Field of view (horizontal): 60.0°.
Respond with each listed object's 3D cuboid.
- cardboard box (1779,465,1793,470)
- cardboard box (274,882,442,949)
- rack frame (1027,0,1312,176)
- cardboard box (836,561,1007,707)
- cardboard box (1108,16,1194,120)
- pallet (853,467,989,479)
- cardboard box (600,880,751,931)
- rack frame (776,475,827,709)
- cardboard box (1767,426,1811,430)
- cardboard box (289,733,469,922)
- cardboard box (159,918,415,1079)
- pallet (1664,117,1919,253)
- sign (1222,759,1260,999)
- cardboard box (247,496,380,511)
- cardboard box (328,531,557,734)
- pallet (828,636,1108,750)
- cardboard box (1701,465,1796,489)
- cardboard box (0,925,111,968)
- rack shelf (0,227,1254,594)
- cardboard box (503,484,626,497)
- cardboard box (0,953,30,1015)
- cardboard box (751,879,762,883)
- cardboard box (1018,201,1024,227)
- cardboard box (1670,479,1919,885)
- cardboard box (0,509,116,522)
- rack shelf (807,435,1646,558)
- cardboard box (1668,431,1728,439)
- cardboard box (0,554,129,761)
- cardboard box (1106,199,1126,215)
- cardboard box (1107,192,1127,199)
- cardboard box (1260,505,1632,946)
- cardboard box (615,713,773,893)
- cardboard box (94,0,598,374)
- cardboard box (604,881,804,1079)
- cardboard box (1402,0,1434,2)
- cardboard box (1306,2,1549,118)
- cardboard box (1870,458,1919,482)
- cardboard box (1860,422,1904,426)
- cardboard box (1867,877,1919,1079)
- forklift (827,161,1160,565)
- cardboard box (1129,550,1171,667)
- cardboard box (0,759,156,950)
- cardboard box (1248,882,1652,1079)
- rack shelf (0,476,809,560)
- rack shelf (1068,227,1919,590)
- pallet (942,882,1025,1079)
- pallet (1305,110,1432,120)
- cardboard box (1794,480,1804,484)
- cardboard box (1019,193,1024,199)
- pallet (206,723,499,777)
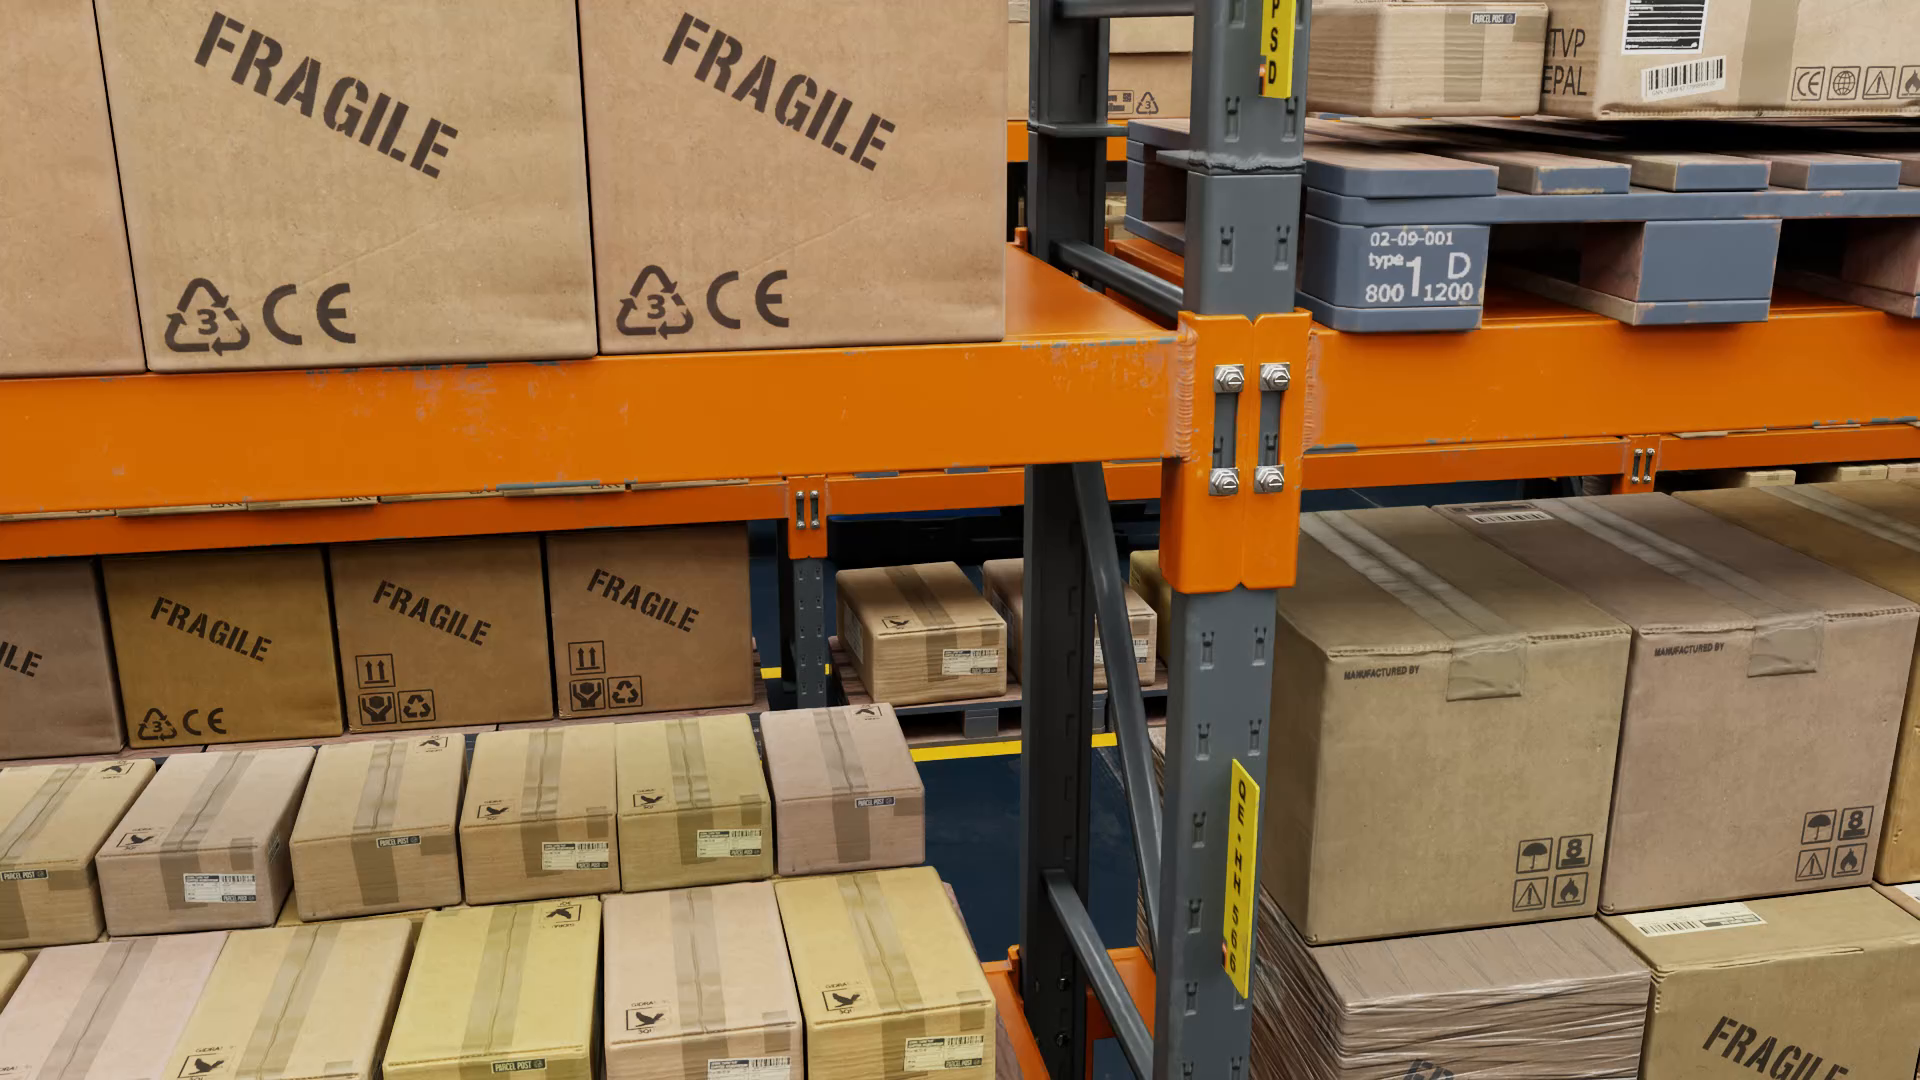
[{"bbox_3d":[4.196,-0.195,9.029,0.500,0.500,0.500,-3,17,-9],"label":"cardboard box"},{"bbox_3d":[-1.010,0.625,2.874,0.250,0.149,0.380,-3,17,-10],"label":"cardboard box"},{"bbox_3d":[0.278,-2.035,2.110,0.127,3.000,1.000,-3,17,-10],"label":"rack frame"},{"bbox_3d":[-0.204,0.439,8.035,0.625,0.372,0.950,-4,18,-14],"label":"cardboard box"},{"bbox_3d":[0.732,-2.165,7.466,0.637,0.503,0.797,-3,17,-10],"label":"cardboard box"},{"bbox_3d":[-0.081,-0.567,7.875,1.003,0.211,1.213,-3,17,-10],"label":"pallet"},{"bbox_3d":[-0.501,0.595,2.972,0.250,0.149,0.380,-2,17,-8],"label":"cardboard box"},{"bbox_3d":[-0.760,-0.588,7.618,0.127,3.000,1.000,-3,17,-10],"label":"rack frame"},{"bbox_3d":[4.030,-0.669,8.308,0.250,0.149,0.380,-3,17,-11],"label":"cardboard box"},{"bbox_3d":[-0.978,0.481,2.837,0.250,0.149,0.380,-4,18,-13],"label":"cardboard box"},{"bbox_3d":[-0.882,0.671,2.216,0.250,0.149,0.380,-3,17,-9],"label":"cardboard box"},{"bbox_3d":[1.998,-0.625,2.950,1.213,0.211,1.003,-2,17,-8],"label":"pallet"},{"bbox_3d":[0.390,0.473,2.325,0.005,0.325,0.100,-3,17,-10],"label":"sign"},{"bbox_3d":[-2.699,-0.321,7.002,0.500,0.250,0.500,-4,17,-11],"label":"cardboard box"},{"bbox_3d":[-2.331,0.290,7.663,0.875,0.875,0.875,-3,17,-10],"label":"cardboard box"},{"bbox_3d":[0.007,0.702,8.168,1.213,0.211,1.003,-3,17,-10],"label":"pallet"},{"bbox_3d":[3.932,-0.311,8.300,0.250,0.149,0.380,-3,17,-10],"label":"cardboard box"},{"bbox_3d":[-1.499,0.651,2.788,0.250,0.149,0.380,-3,17,-11],"label":"cardboard box"},{"bbox_3d":[-1.686,-0.145,2.293,4.000,0.370,1.077,-3,17,-10],"label":"rack shelf"},{"bbox_3d":[-1.706,-0.381,7.197,0.500,0.250,0.500,-3,17,-9],"label":"cardboard box"},{"bbox_3d":[-1.386,0.699,2.127,0.250,0.149,0.380,-2,17,-8],"label":"cardboard box"},{"bbox_3d":[-0.463,0.734,3.026,0.250,0.149,0.380,-2,17,-8],"label":"cardboard box"},{"bbox_3d":[0.434,-2.400,12.241,0.250,0.149,0.380,-4,17,-12],"label":"cardboard box"},{"bbox_3d":[1.720,0.227,3.089,0.500,0.500,0.700,-4,17,-11],"label":"cardboard box"},{"bbox_3d":[-3.698,-0.271,6.842,0.500,0.250,0.500,-4,17,-12],"label":"cardboard box"},{"bbox_3d":[1.203,-0.356,8.086,4.000,0.370,1.077,-3,17,-10],"label":"rack shelf"},{"bbox_3d":[3.537,-0.616,8.136,0.250,0.149,0.380,-3,17,-11],"label":"cardboard box"},{"bbox_3d":[-4.094,0.392,7.331,0.875,0.875,0.875,-3,17,-9],"label":"cardboard box"},{"bbox_3d":[1.195,-2.446,12.390,0.250,0.149,0.380,-4,17,-12],"label":"cardboard box"},{"bbox_3d":[1.317,-2.628,12.985,0.250,0.149,0.380,-3,17,-11],"label":"cardboard box"},{"bbox_3d":[0.721,0.285,2.901,0.500,0.500,0.700,-3,17,-11],"label":"cardboard box"},{"bbox_3d":[-0.476,0.454,2.925,0.250,0.149,0.380,-4,17,-12],"label":"cardboard box"},{"bbox_3d":[-0.723,-0.512,2.090,0.500,0.500,0.500,-3,17,-10],"label":"cardboard box"},{"bbox_3d":[-0.363,0.641,2.316,0.250,0.149,0.380,-3,17,-11],"label":"cardboard box"},{"bbox_3d":[0.824,-0.834,2.823,0.250,0.166,0.380,-3,17,-10],"label":"cardboard box"},{"bbox_3d":[0.636,-0.702,2.421,0.250,0.149,0.380,-4,18,-13],"label":"cardboard box"},{"bbox_3d":[4.700,-0.356,8.447,0.250,0.149,0.380,-2,17,-7],"label":"cardboard box"},{"bbox_3d":[4.536,-0.696,8.398,0.250,0.149,0.380,-3,17,-11],"label":"cardboard box"},{"bbox_3d":[1.764,0.781,2.990,0.500,0.500,0.500,-3,17,-10],"label":"cardboard box"},{"bbox_3d":[0.618,-1.428,10.469,3.031,2.935,1.130,-3,17,-8],"label":"forklift"},{"bbox_3d":[1.265,0.355,8.309,0.625,0.372,0.950,-3,17,-9],"label":"cardboard box"},{"bbox_3d":[-1.503,0.512,2.737,0.250,0.149,0.380,-3,17,-9],"label":"cardboard box"},{"bbox_3d":[0.770,0.838,2.804,0.500,0.500,0.500,-3,17,-10],"label":"cardboard box"},{"bbox_3d":[-2.724,-0.133,7.361,4.000,0.370,1.077,-3,17,-10],"label":"rack shelf"},{"bbox_3d":[2.242,-0.368,3.018,4.000,0.370,1.077,-3,17,-10],"label":"rack shelf"},{"bbox_3d":[-0.402,0.995,2.789,1.003,0.211,1.213,-3,17,-10],"label":"pallet"},{"bbox_3d":[1.523,-2.093,7.728,1.003,0.211,1.213,-3,17,-10],"label":"pallet"},{"bbox_3d":[4.321,-0.044,8.537,0.500,0.500,0.500,-3,17,-8],"label":"cardboard box"},{"bbox_3d":[0.574,-2.586,12.848,0.250,0.149,0.380,-3,17,-11],"label":"cardboard box"},{"bbox_3d":[-2.744,0.834,7.737,1.213,0.211,1.003,-3,17,-10],"label":"pallet"}]
